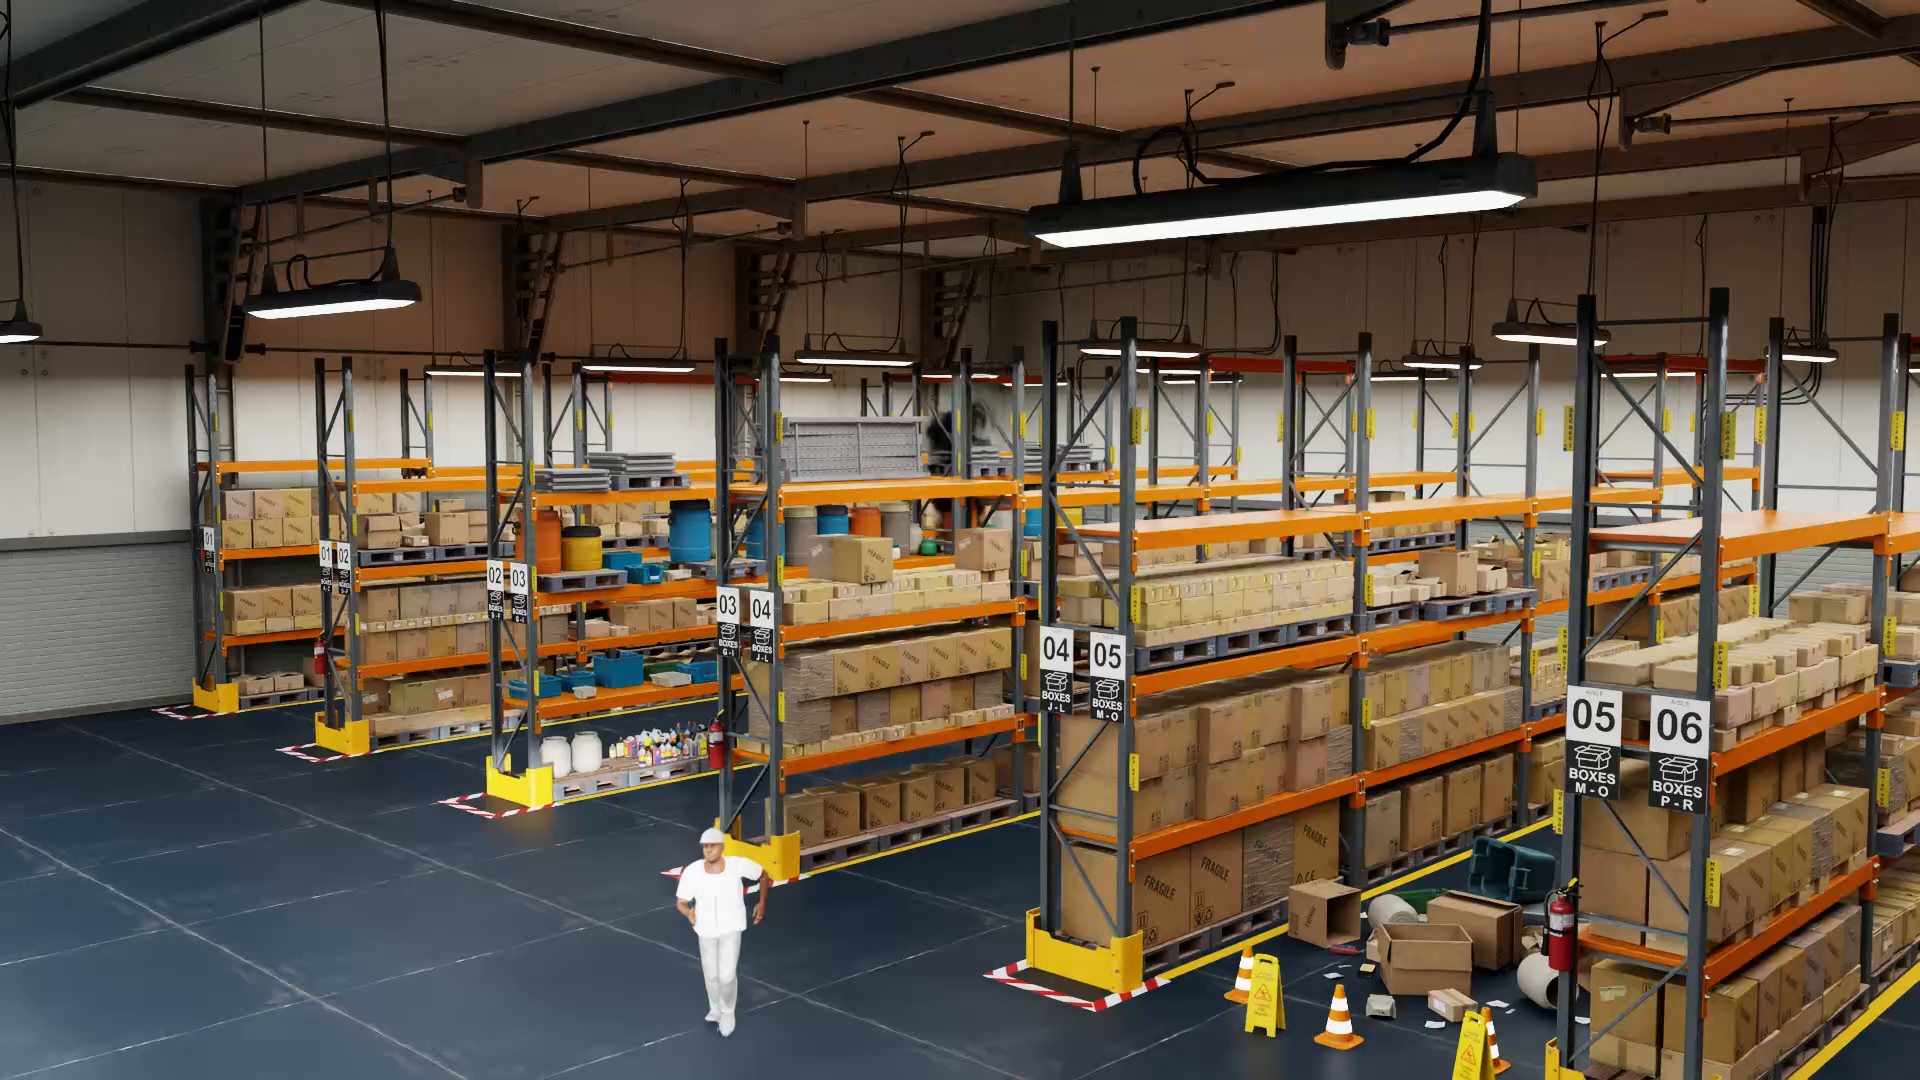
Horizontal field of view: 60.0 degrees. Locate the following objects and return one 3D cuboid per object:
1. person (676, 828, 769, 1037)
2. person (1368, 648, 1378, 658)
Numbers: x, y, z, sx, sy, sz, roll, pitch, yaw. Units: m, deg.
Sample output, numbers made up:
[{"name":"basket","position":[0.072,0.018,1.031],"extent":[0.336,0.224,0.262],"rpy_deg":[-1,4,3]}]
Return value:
[{"name":"person","position":[-1.972,3.228,13.735],"extent":[0.715,1.735,0.848],"rpy_deg":[0,4,5]},{"name":"person","position":[6.100,2.396,24.812],"extent":[0.690,1.741,0.728],"rpy_deg":[4,6,39]}]
